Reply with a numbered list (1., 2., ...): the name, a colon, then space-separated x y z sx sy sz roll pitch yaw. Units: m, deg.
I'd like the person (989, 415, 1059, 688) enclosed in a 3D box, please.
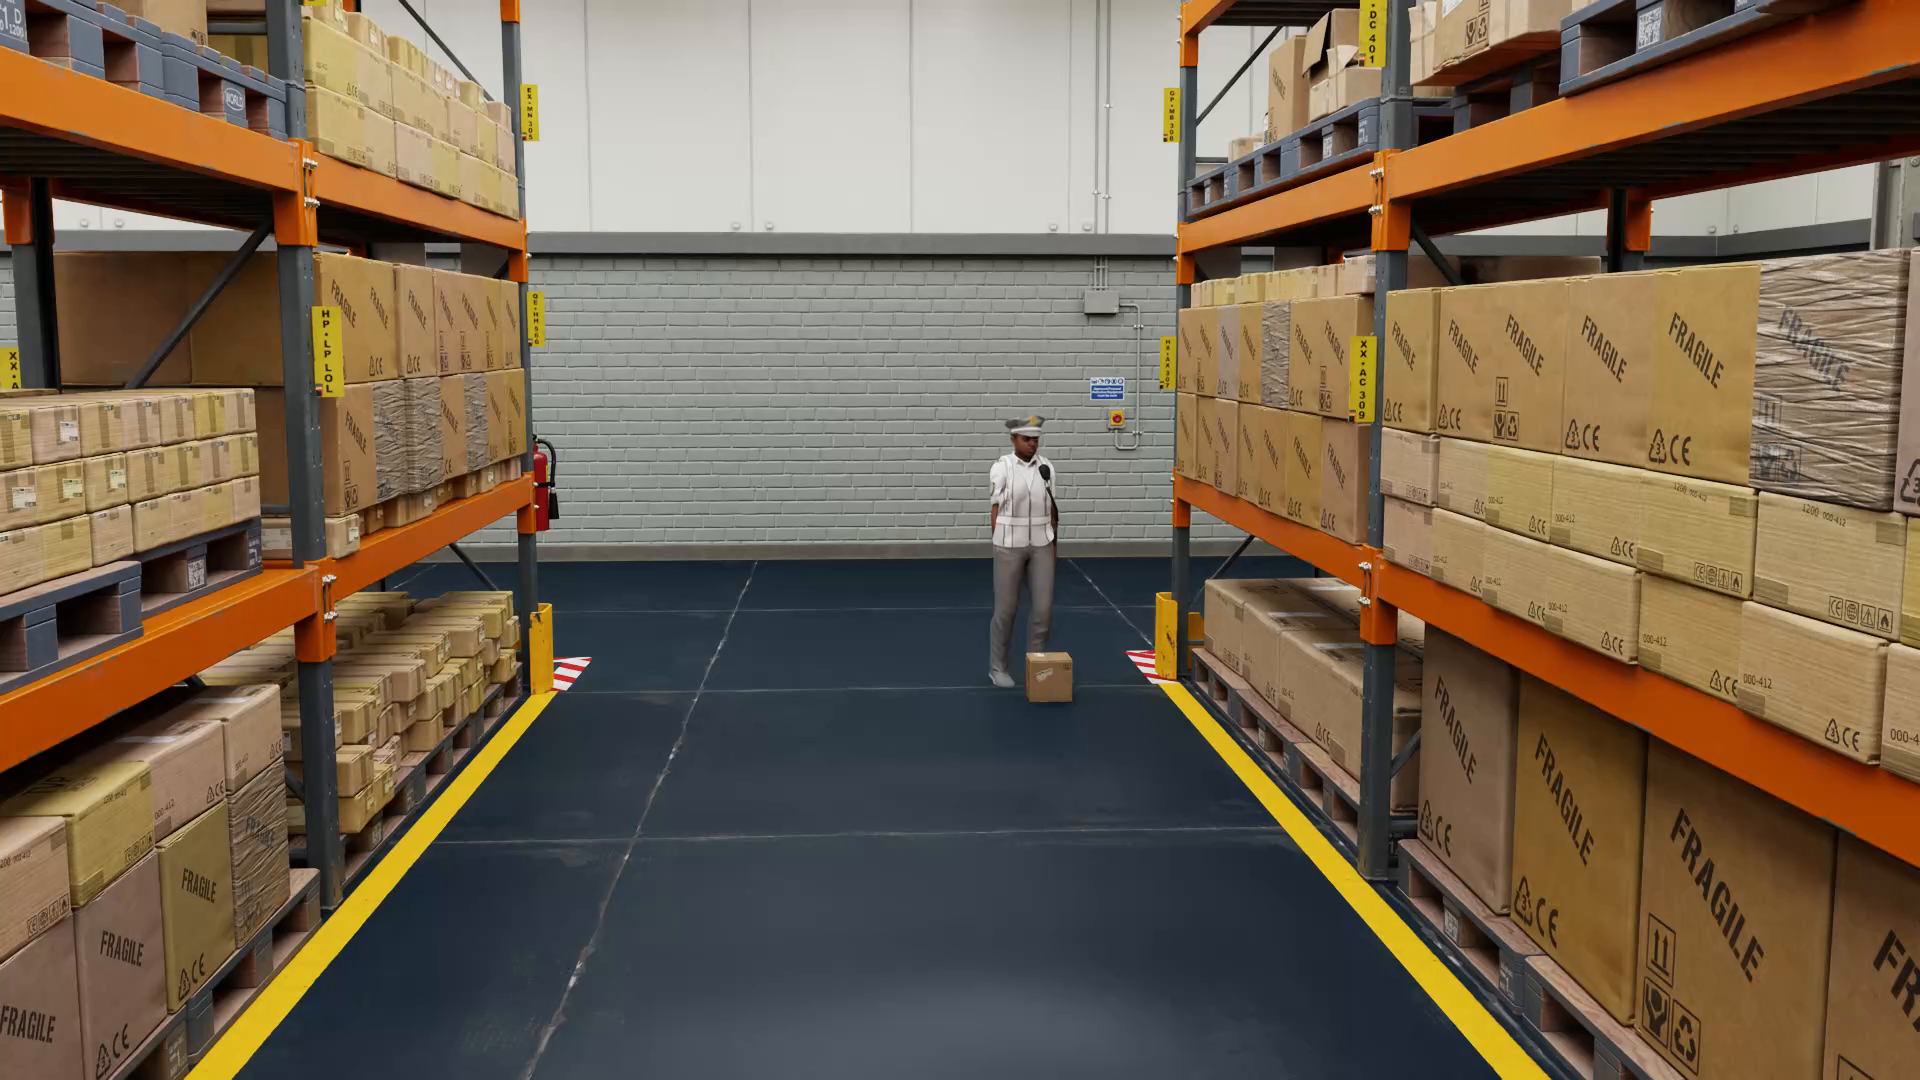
1. person: 0.404 0.069 10.243 0.437 1.685 0.342 -2 7 -17
